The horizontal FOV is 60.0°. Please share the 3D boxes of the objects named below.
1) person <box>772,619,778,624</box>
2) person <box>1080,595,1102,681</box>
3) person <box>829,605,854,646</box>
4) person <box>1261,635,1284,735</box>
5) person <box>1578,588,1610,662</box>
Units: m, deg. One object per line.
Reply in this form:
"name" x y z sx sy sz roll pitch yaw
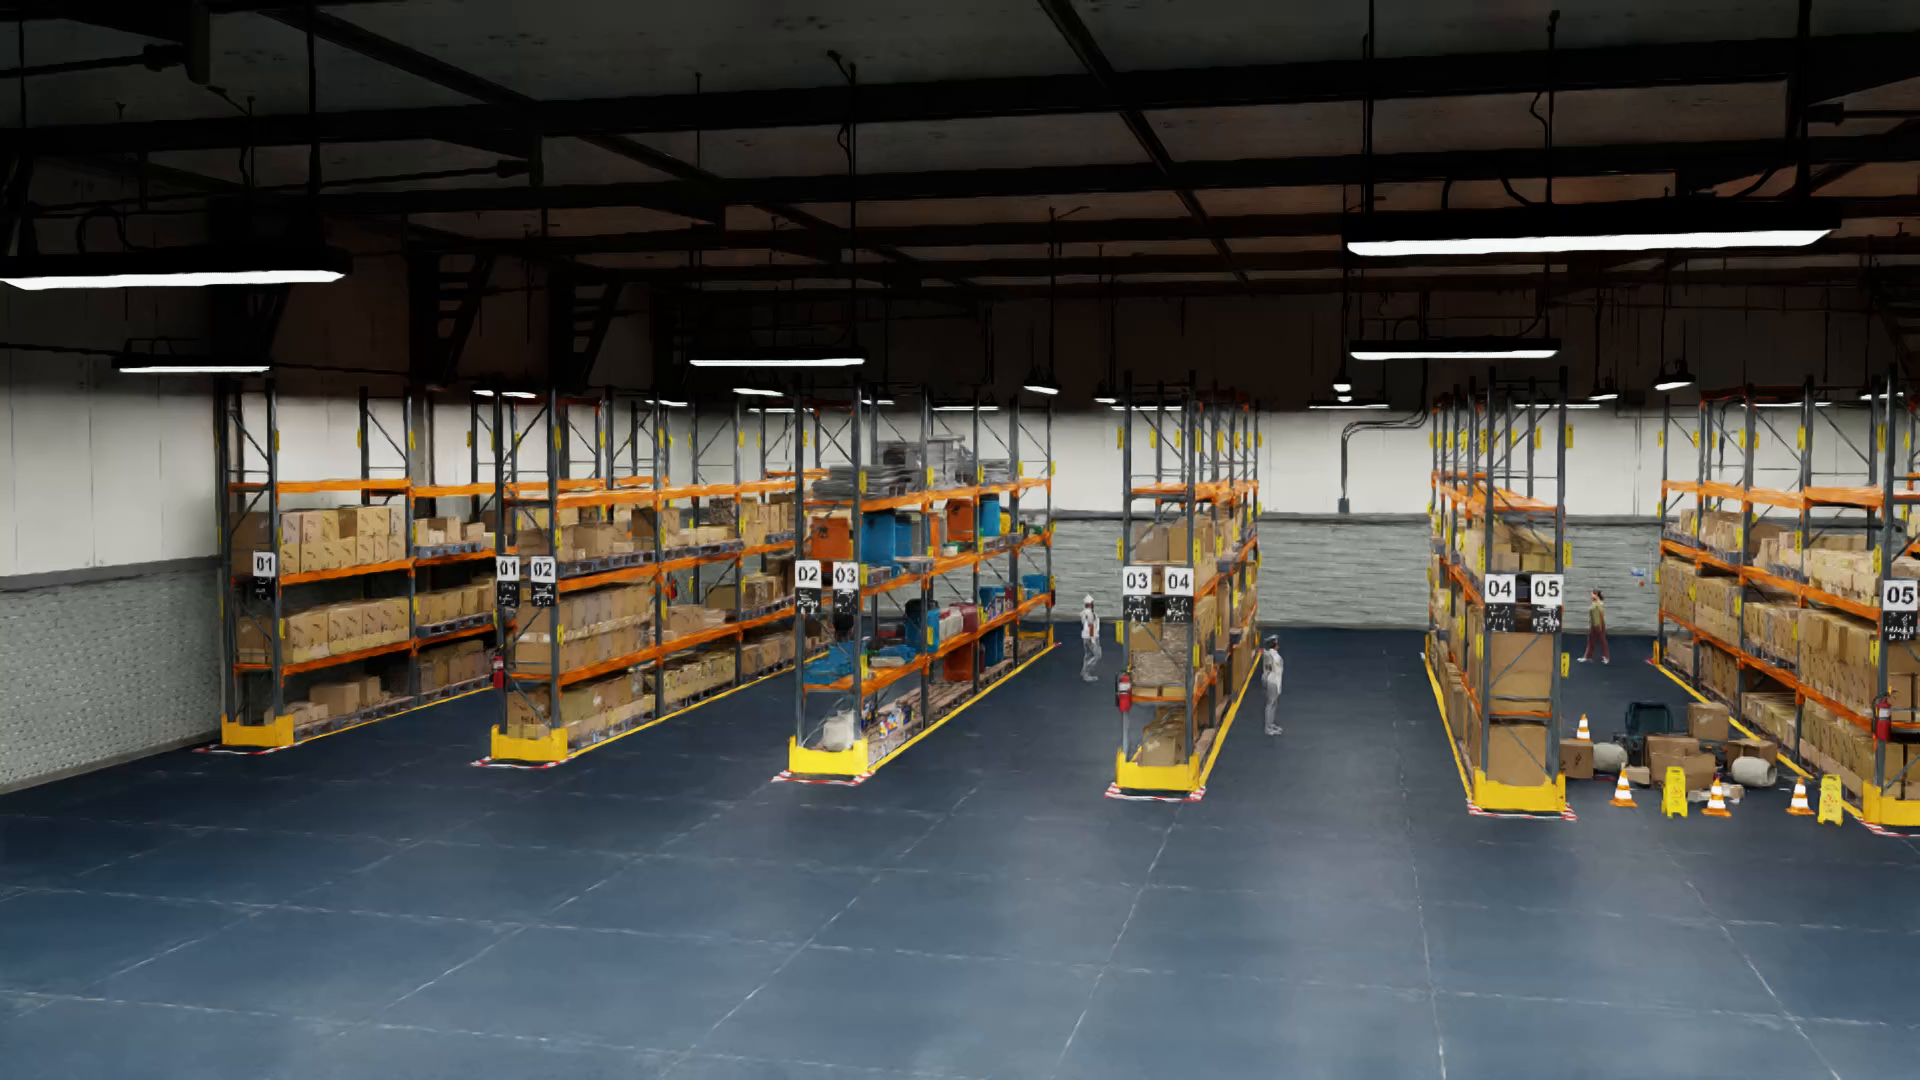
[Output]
"person" -4.771 1.690 41.564 0.489 1.588 1.073 1 4 13
"person" 2.678 2.040 34.503 0.444 1.781 0.604 -1 4 -12
"person" -2.574 1.973 36.696 0.677 1.671 0.534 1 3 11
"person" 5.350 2.454 28.317 0.420 1.677 0.534 -1 4 -15
"person" 14.324 1.919 37.477 0.618 1.666 0.576 0 3 -3
